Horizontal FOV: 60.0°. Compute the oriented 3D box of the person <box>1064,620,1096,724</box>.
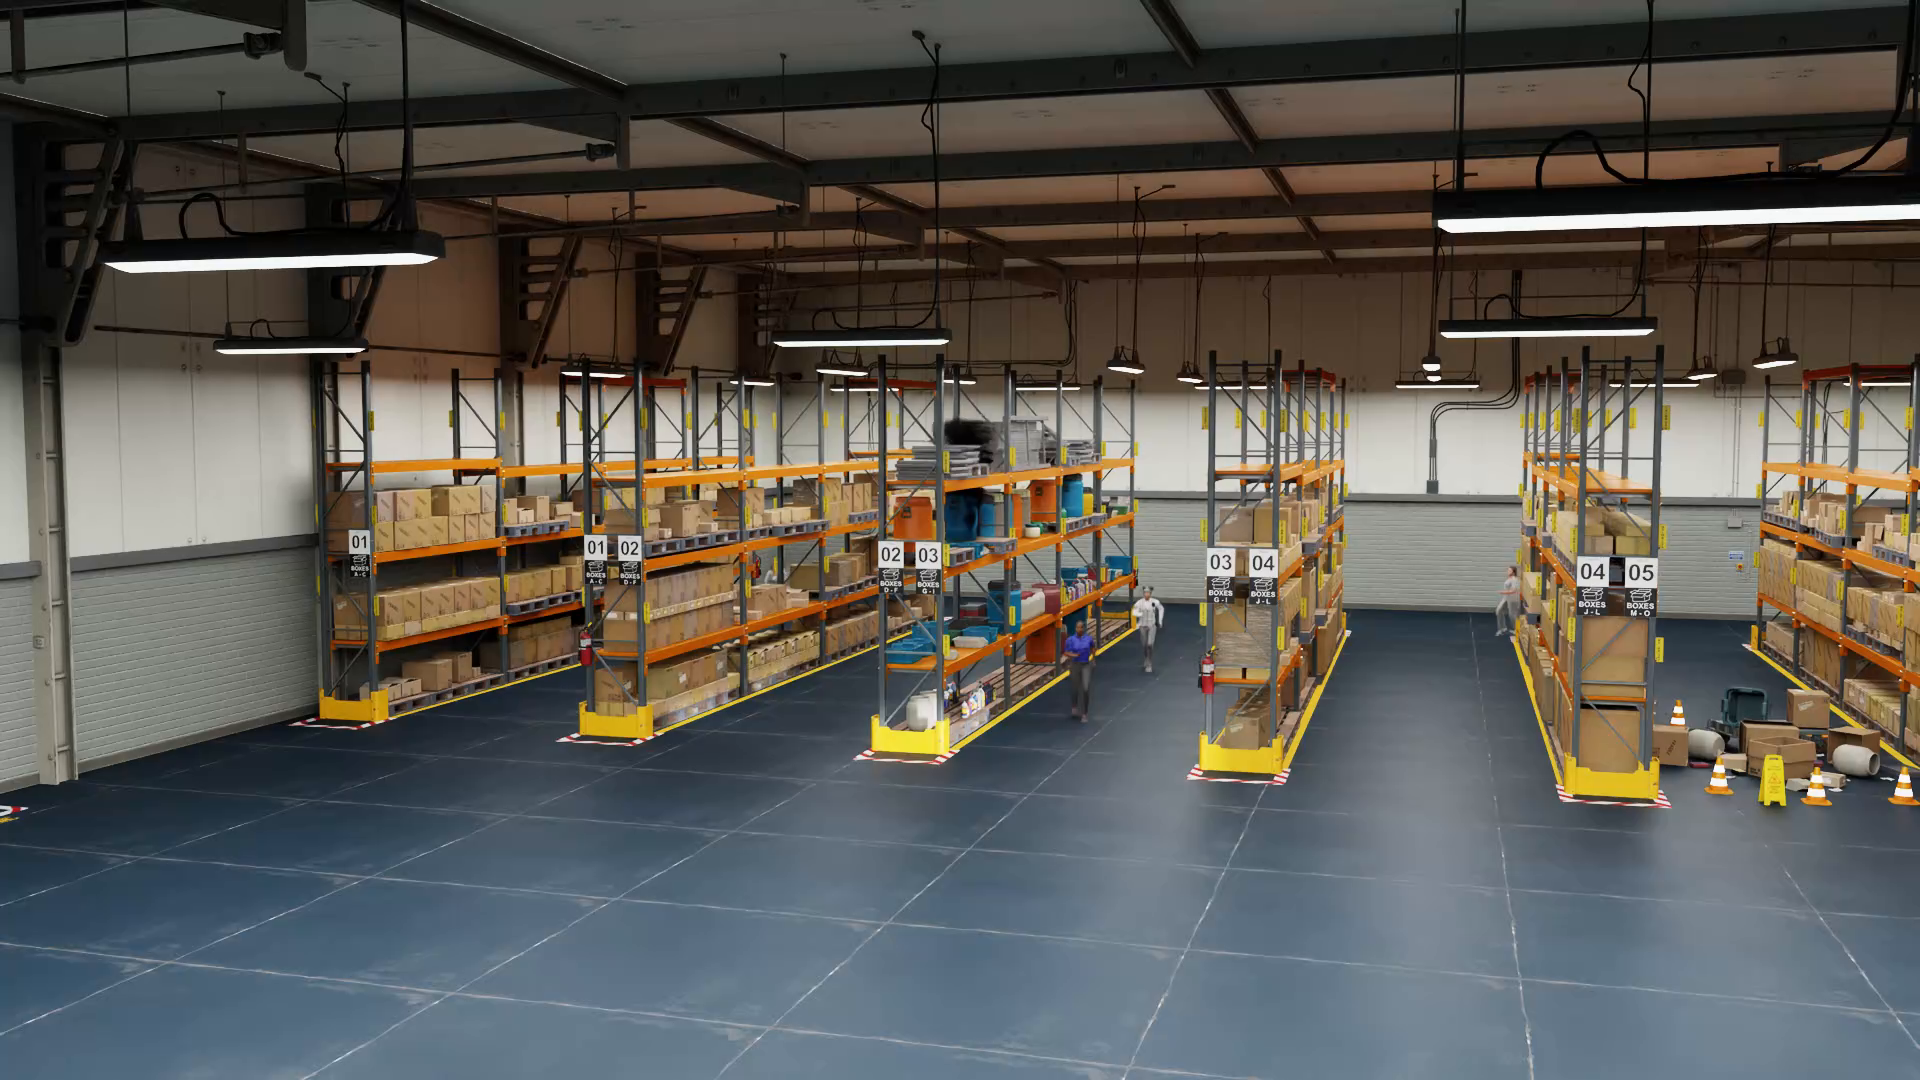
[{"bbox_3d":[2.008,2.199,27.775,0.559,1.702,0.846,0,4,-1],"label":"person"}]

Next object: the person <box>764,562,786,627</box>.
[{"bbox_3d":[-4.526,1.330,40.852,0.537,1.555,0.955,1,4,9],"label":"person"}]

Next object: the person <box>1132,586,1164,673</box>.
[{"bbox_3d":[3.767,1.767,33.379,0.586,1.740,0.845,1,4,14],"label":"person"}]

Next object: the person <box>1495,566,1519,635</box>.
[{"bbox_3d":[12.840,1.424,38.694,0.678,1.682,0.579,0,4,-4],"label":"person"}]
